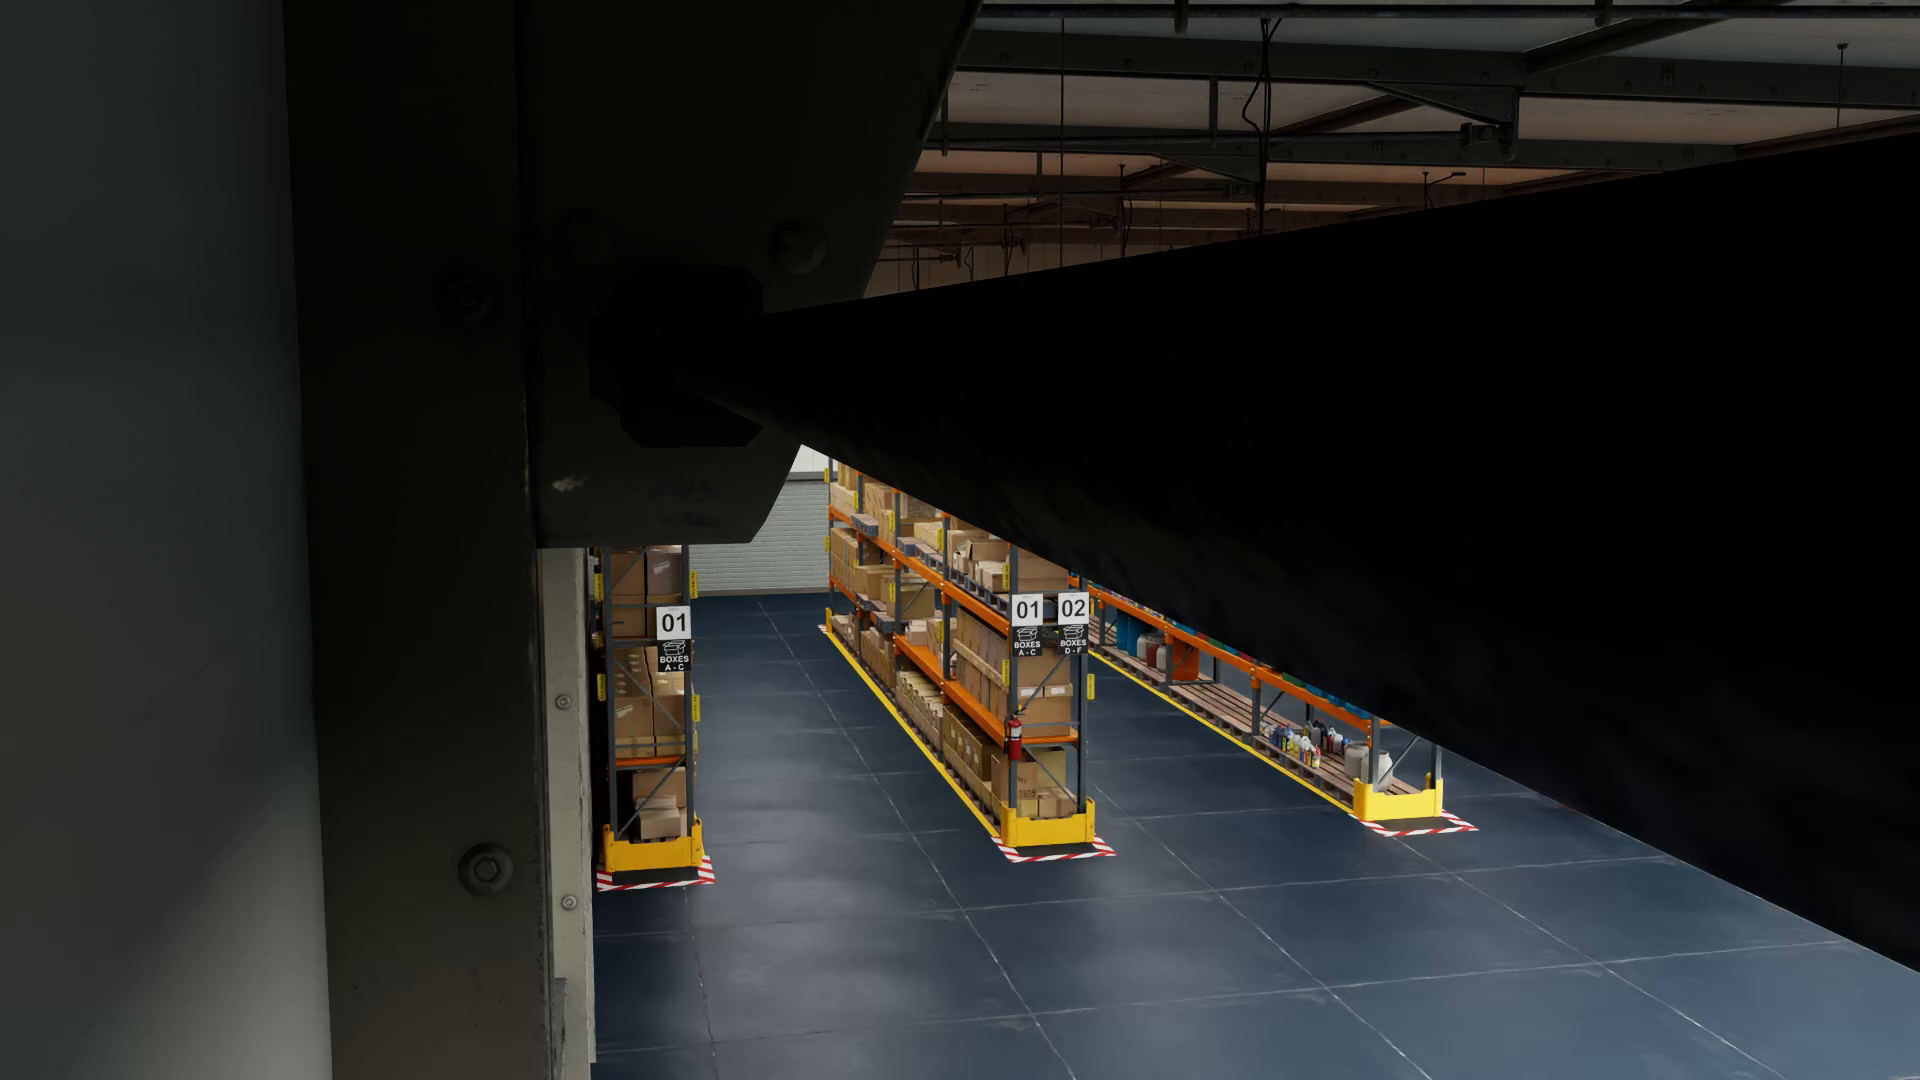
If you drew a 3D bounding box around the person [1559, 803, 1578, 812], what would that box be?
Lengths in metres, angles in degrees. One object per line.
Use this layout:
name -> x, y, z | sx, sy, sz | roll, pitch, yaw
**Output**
person -> 8.553, 2.893, 22.323 | 0.870, 1.621, 0.493 | -1, 7, -8
